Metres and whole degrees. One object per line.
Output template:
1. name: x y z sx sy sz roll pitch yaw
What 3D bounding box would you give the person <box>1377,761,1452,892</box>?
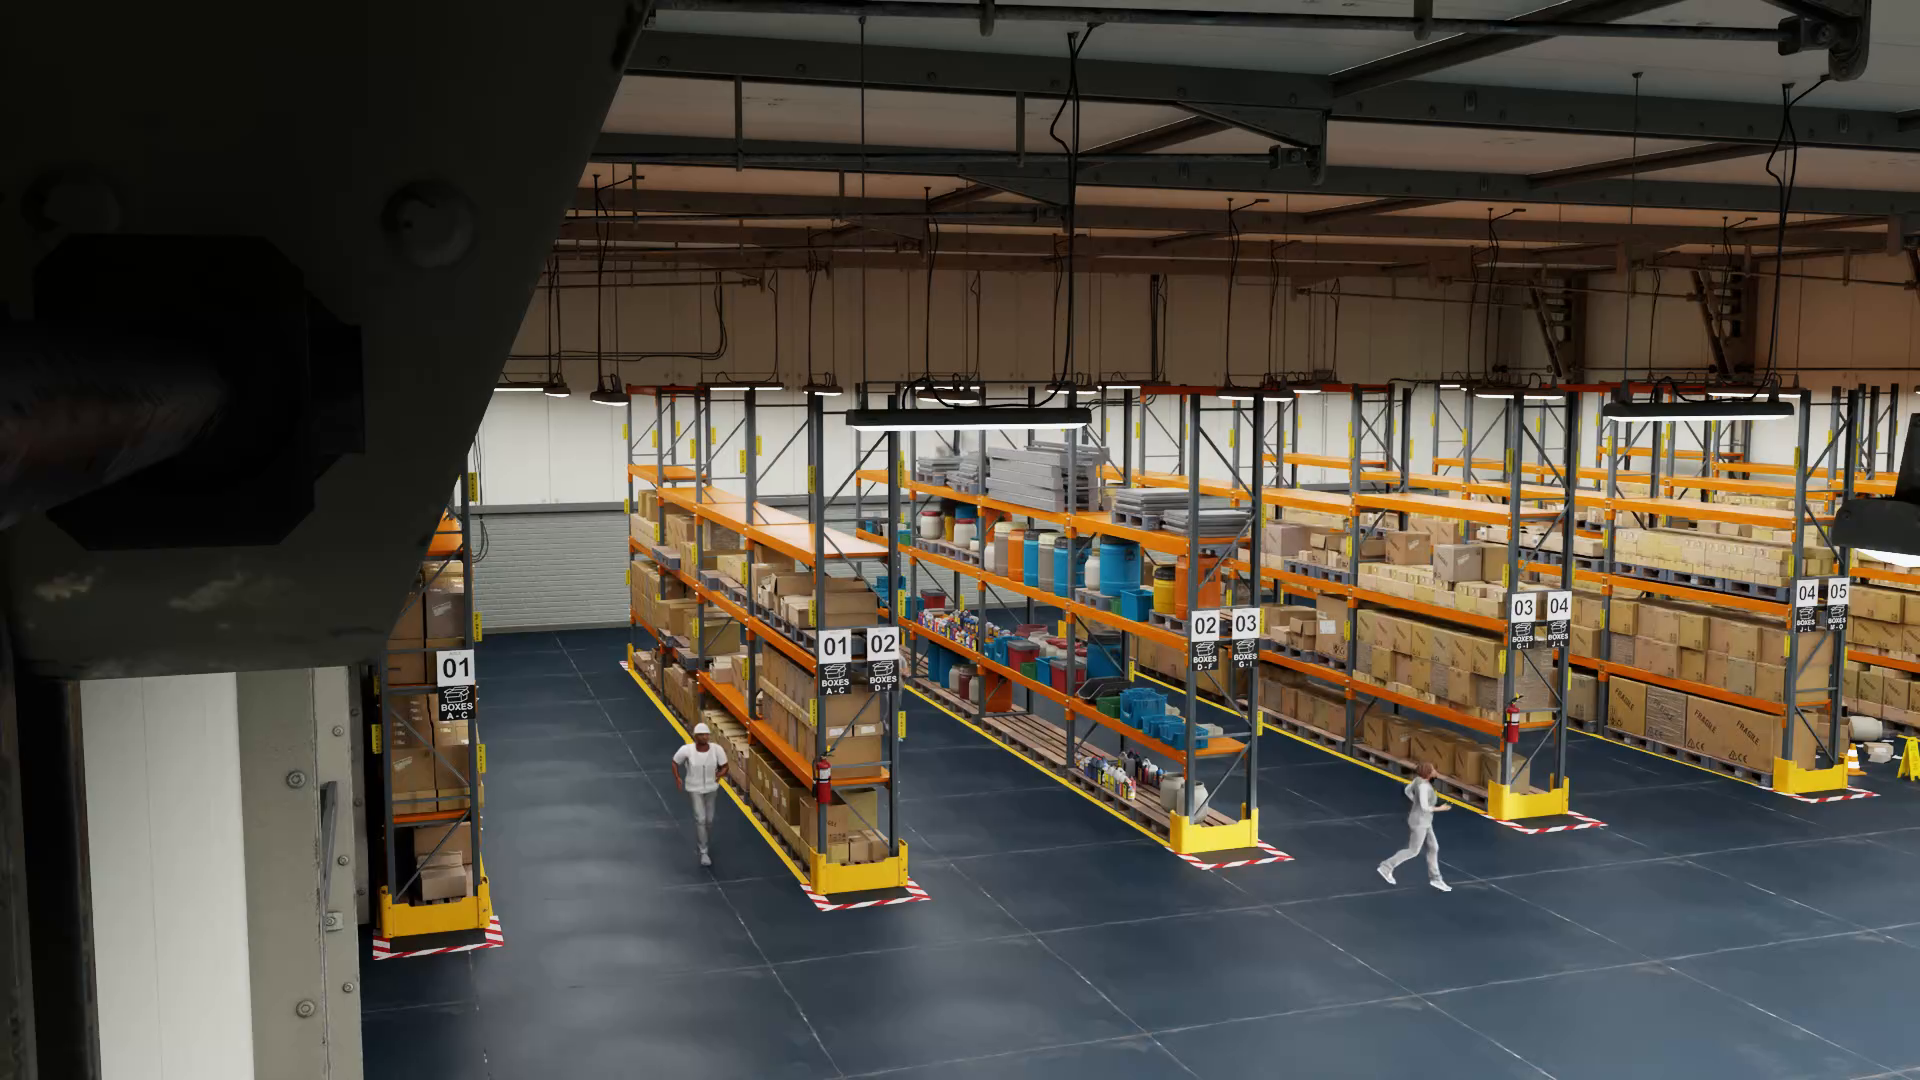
1. person: 5.525 3.459 20.155 0.885 1.611 0.550 1 6 13

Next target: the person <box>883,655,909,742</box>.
1. person: -1.139 2.504 28.074 0.560 1.663 0.960 -3 7 -26

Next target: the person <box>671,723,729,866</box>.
1. person: -3.326 3.224 21.456 0.718 1.760 0.900 -3 6 -23
